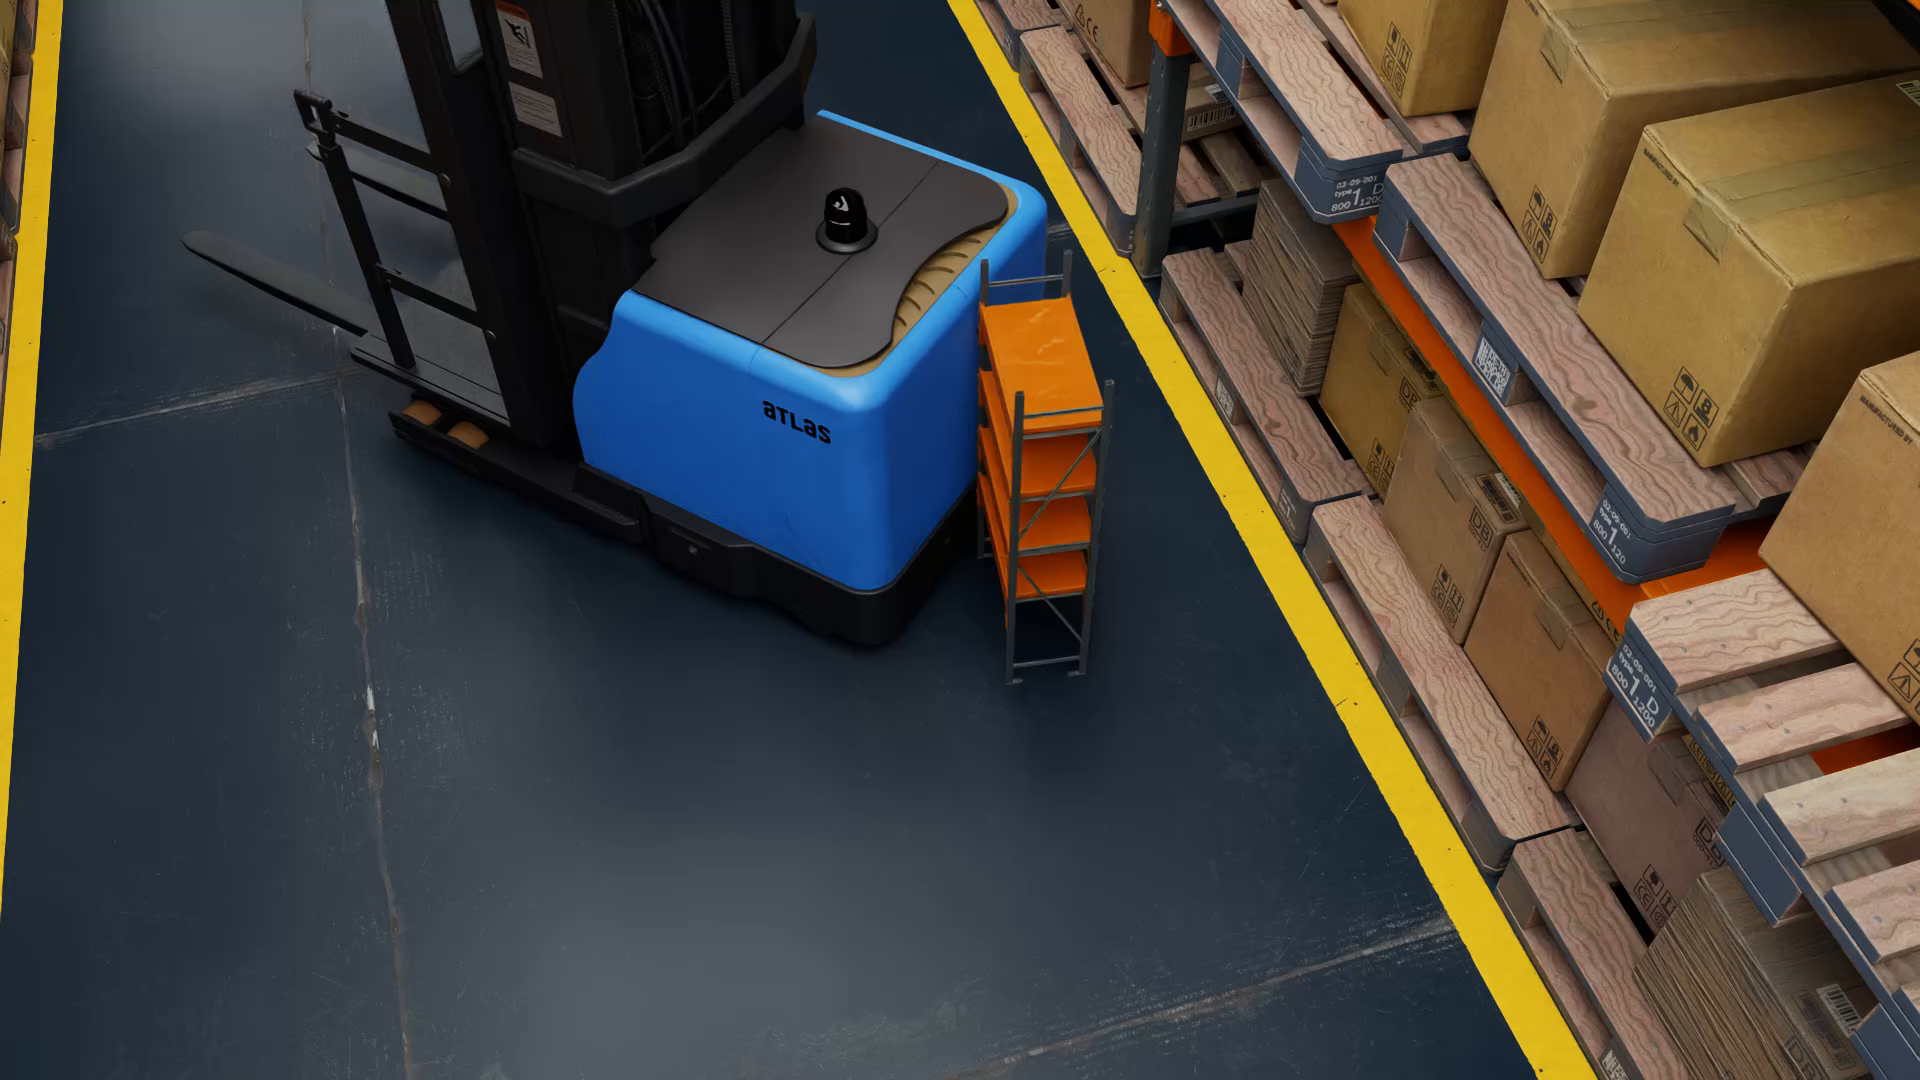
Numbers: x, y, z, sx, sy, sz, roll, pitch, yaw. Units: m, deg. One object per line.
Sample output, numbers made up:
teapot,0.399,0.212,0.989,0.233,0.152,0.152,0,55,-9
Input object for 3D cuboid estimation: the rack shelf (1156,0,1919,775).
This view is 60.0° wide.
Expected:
rack shelf,1.714,-0.372,4.073,1.077,0.370,4.000,-13,51,-11

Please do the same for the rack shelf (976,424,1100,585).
rack shelf,0.212,-0.119,4.654,0.258,0.148,0.480,-7,50,-6

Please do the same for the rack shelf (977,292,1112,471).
rack shelf,0.212,-0.416,4.302,0.258,0.148,0.480,-7,50,-6

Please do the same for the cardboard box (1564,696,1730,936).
cardboard box,2.001,0.604,4.126,0.700,0.500,0.500,-13,51,-11

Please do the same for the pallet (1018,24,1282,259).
pallet,0.890,-1.649,6.502,1.003,0.211,1.213,-13,51,-11

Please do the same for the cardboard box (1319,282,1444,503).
cardboard box,1.557,-0.501,5.058,0.700,0.500,0.500,-14,51,-12

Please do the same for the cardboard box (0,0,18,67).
cardboard box,-4.042,-2.061,6.549,0.500,0.250,0.500,-13,51,-11

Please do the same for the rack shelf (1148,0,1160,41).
rack shelf,0.531,-3.294,6.535,1.077,0.370,4.000,-13,51,-11

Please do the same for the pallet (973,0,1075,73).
pallet,0.526,-2.541,7.254,1.003,0.211,1.213,-13,51,-11

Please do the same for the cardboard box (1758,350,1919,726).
cardboard box,1.966,-0.061,2.986,0.700,0.500,0.500,-18,52,-14

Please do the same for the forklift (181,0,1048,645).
forklift,-1.269,-1.491,4.590,3.031,2.935,1.130,24,54,19

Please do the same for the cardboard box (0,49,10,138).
cardboard box,-3.895,-1.695,6.241,0.500,0.250,0.500,-13,51,-11

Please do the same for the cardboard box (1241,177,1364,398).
cardboard box,1.356,-0.867,5.366,0.700,0.500,0.500,-12,51,-10

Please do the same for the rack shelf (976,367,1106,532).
rack shelf,0.212,-0.264,4.483,0.258,0.148,0.480,-7,50,-6

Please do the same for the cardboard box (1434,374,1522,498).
cardboard box,1.647,-0.409,4.490,0.500,0.250,0.500,-15,51,-12

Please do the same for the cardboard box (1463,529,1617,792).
cardboard box,1.827,0.247,4.427,0.700,0.500,0.500,-14,51,-11

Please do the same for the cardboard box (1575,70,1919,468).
cardboard box,1.767,-0.564,3.410,0.700,0.500,0.500,-13,51,-11

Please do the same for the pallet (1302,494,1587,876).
pallet,1.719,0.295,4.863,1.003,0.211,1.213,-13,51,-11

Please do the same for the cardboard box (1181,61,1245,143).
cardboard box,0.936,-1.678,6.268,0.380,0.166,0.250,-19,53,-16

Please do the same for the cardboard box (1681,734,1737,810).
cardboard box,1.934,0.334,3.863,0.500,0.250,0.500,-12,51,-10

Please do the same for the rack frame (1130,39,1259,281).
rack frame,1.123,-2.065,5.029,1.000,3.000,0.127,-13,51,-11

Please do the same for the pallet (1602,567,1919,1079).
pallet,1.993,0.422,3.058,1.213,0.211,1.003,-13,51,-11

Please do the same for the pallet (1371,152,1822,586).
pallet,1.681,-0.518,3.850,1.003,0.211,1.213,-13,51,-11

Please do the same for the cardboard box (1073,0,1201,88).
cardboard box,0.777,-2.150,6.448,0.500,0.500,0.500,-17,52,-14

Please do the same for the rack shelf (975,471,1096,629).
rack shelf,0.211,0.009,4.806,0.258,0.148,0.480,-7,50,-6

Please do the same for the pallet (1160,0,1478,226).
pallet,1.210,-1.412,4.604,1.003,0.211,1.213,-13,51,-11

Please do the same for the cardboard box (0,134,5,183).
cardboard box,-3.742,-1.331,5.934,0.500,0.250,0.500,-13,51,-11

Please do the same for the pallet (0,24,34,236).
pallet,-4.168,-1.526,6.399,1.003,0.211,1.213,-13,51,-11

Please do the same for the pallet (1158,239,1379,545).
pallet,1.354,-0.598,5.616,1.003,0.211,1.213,-13,51,-11

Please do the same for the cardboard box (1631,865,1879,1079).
cardboard box,2.043,1.006,3.787,0.700,0.500,0.500,-13,51,-10

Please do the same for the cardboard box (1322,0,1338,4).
cardboard box,1.240,-1.860,4.503,0.700,0.500,0.500,-13,51,-11

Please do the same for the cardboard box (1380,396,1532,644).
cardboard box,1.669,-0.119,4.736,0.700,0.500,0.500,-13,51,-11

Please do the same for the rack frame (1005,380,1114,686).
rack frame,0.251,0.021,4.447,0.240,1.200,0.015,-7,50,-6

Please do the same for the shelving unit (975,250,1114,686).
shelving unit,0.212,-0.163,4.602,0.258,1.200,0.503,-7,50,-6

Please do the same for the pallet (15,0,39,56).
pallet,-4.525,-2.416,7.148,1.003,0.211,1.213,-13,51,-11

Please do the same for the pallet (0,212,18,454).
pallet,-3.804,-0.634,5.646,1.003,0.211,1.213,-13,51,-11

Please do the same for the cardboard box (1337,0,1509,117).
cardboard box,1.399,-1.450,4.157,0.700,0.500,0.500,-9,50,-7

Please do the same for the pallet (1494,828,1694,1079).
pallet,2.076,1.184,4.114,1.003,0.211,1.213,-13,51,-11

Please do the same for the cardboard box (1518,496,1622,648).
cardboard box,1.777,-0.040,4.179,0.500,0.250,0.500,-14,51,-11

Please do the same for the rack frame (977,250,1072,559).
rack frame,0.172,-0.347,4.758,0.240,1.200,0.015,-7,50,-6

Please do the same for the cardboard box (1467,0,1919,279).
cardboard box,1.623,-0.976,3.758,0.700,0.500,0.500,-7,50,-6

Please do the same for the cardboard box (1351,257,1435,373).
cardboard box,1.490,-0.788,4.809,0.500,0.250,0.500,-14,51,-12
